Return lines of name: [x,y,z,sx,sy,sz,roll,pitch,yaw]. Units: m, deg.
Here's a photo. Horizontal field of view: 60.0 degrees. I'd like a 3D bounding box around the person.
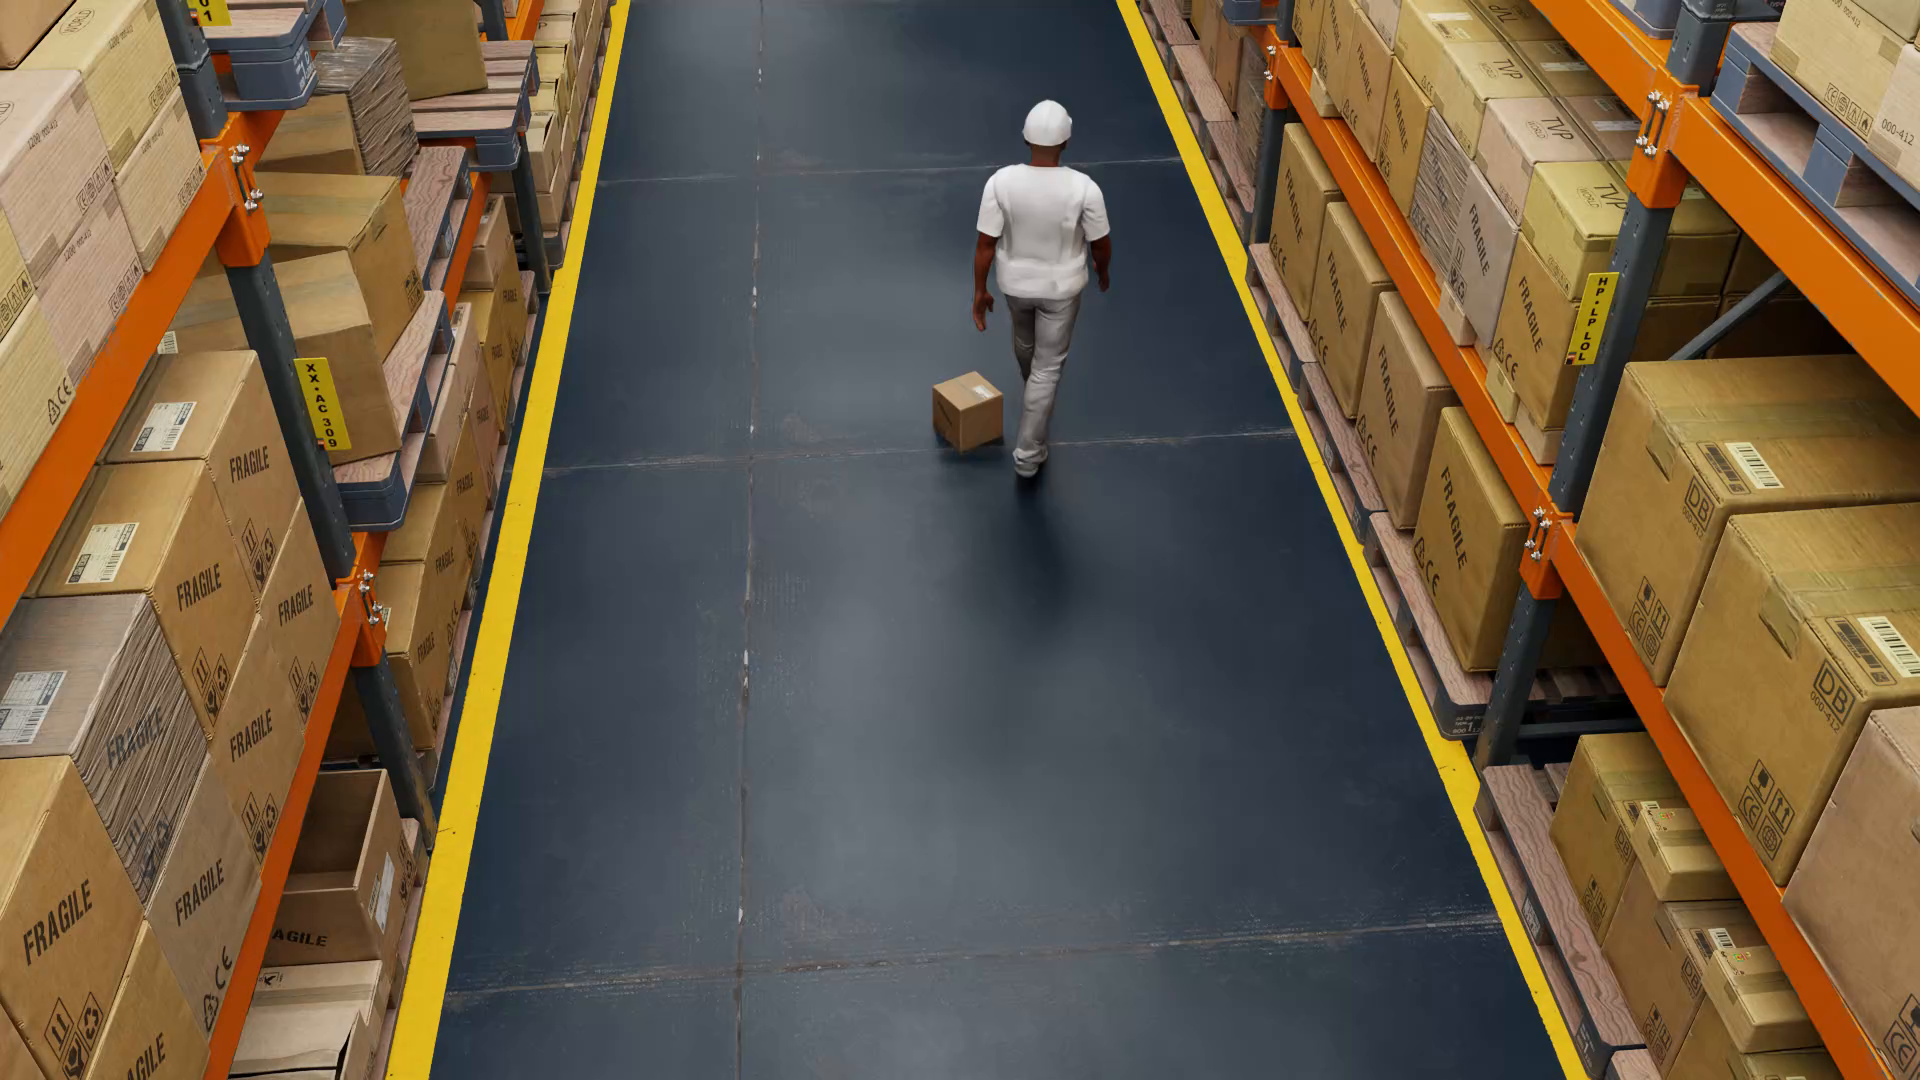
person: [0.404,-1.234,7.669,0.580,1.714,1.068,11,40,13]
